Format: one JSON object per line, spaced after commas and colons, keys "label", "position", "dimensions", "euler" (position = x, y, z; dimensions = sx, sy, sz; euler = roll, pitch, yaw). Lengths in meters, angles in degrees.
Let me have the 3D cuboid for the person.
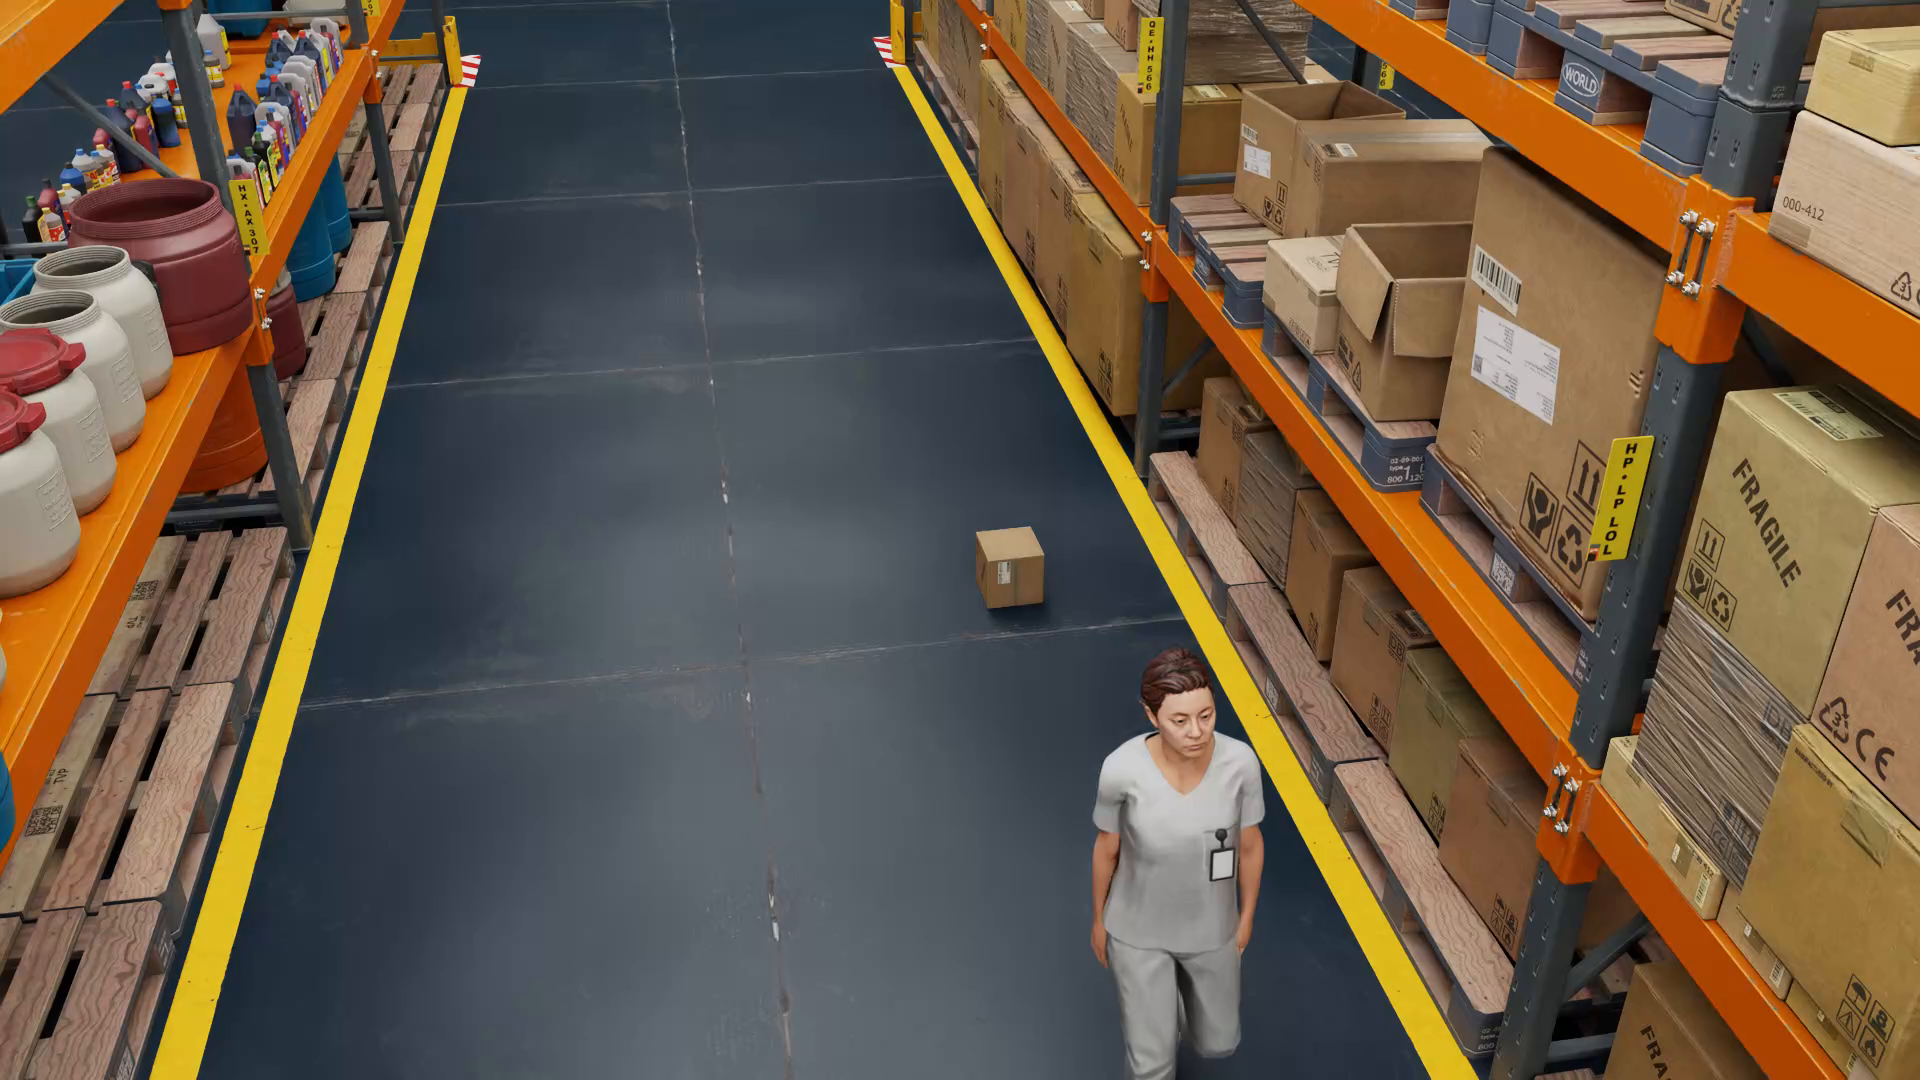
{"label": "person", "position": [0.566, 0.994, 4.444], "dimensions": [0.449, 1.644, 0.734], "euler": [-2, 31, -4]}
